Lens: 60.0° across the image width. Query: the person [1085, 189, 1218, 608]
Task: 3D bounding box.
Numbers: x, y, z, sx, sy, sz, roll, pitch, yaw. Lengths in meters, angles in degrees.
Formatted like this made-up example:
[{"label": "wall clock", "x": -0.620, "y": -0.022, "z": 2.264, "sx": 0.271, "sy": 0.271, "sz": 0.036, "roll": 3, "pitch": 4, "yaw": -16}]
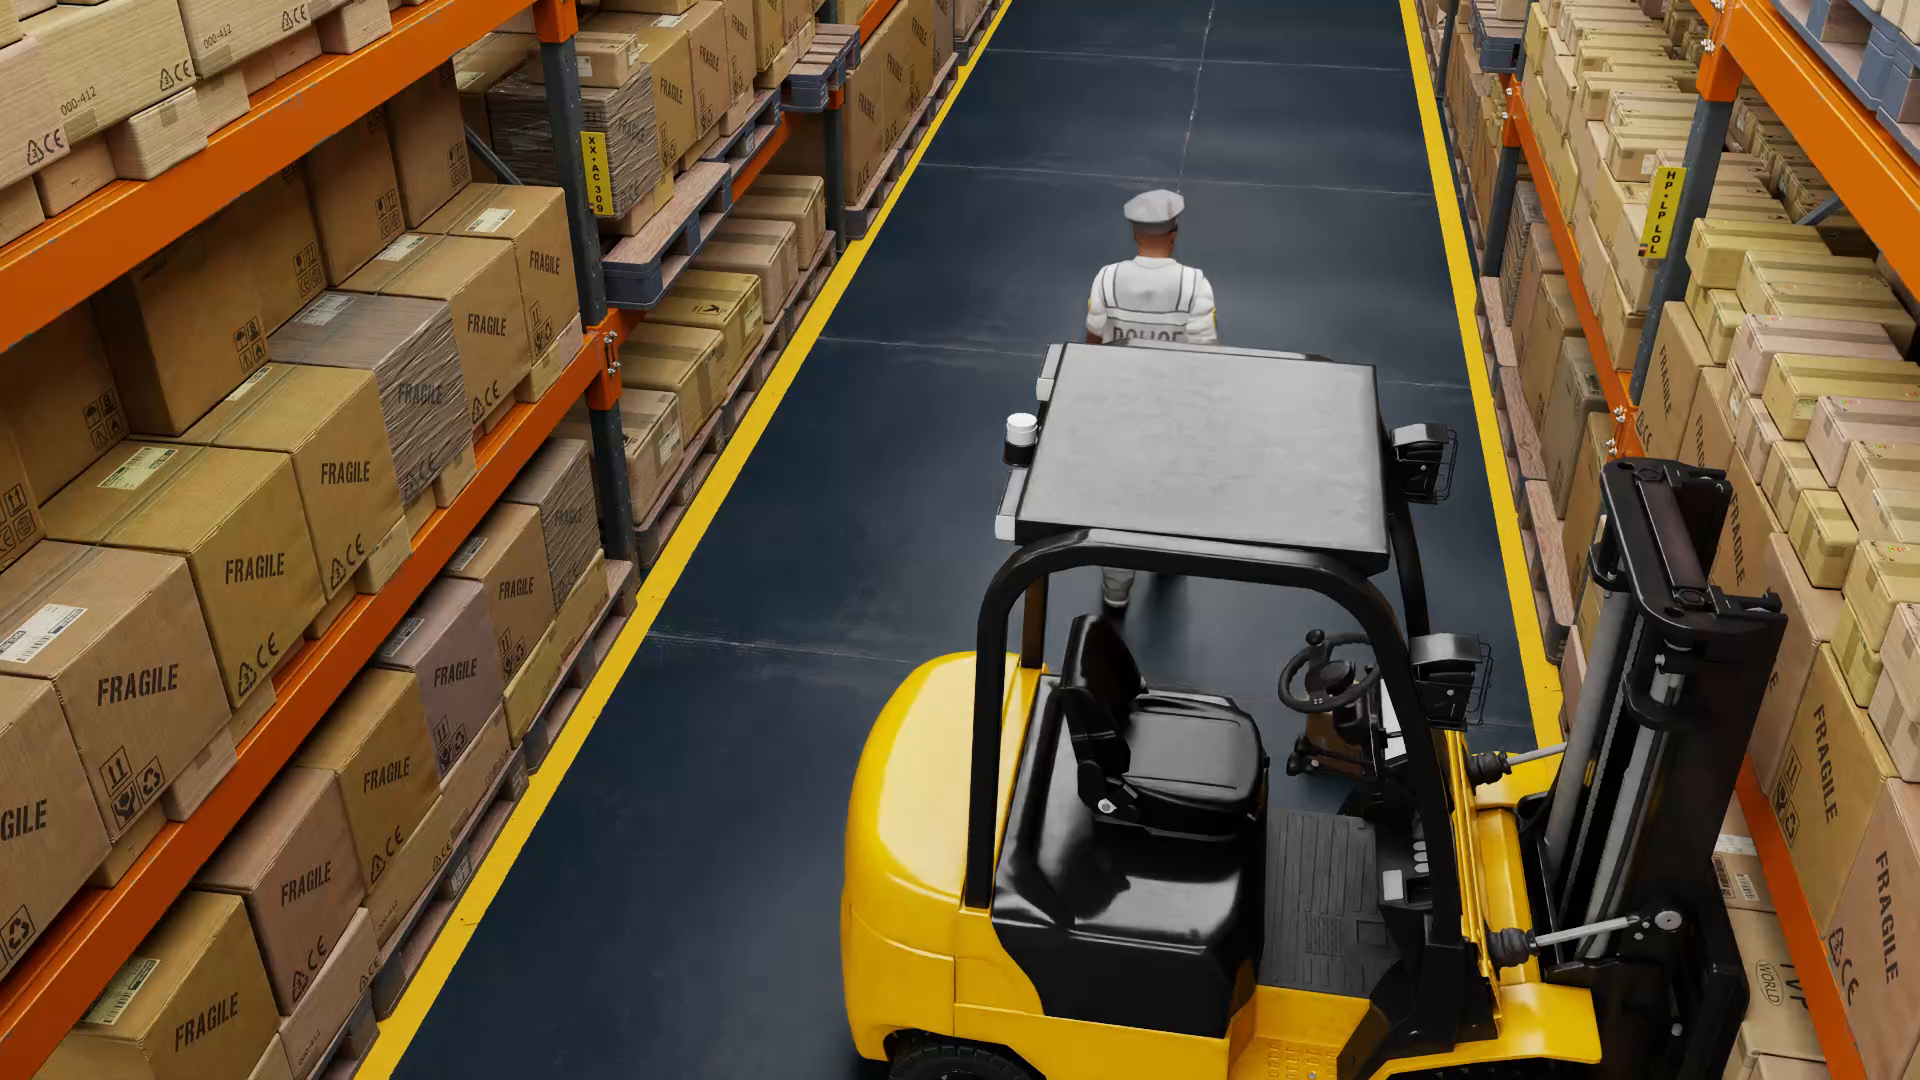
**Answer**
[{"label": "person", "x": 0.792, "y": -0.544, "z": 7.049, "sx": 0.559, "sy": 1.823, "sz": 0.708, "roll": 5, "pitch": 33, "yaw": 8}]
